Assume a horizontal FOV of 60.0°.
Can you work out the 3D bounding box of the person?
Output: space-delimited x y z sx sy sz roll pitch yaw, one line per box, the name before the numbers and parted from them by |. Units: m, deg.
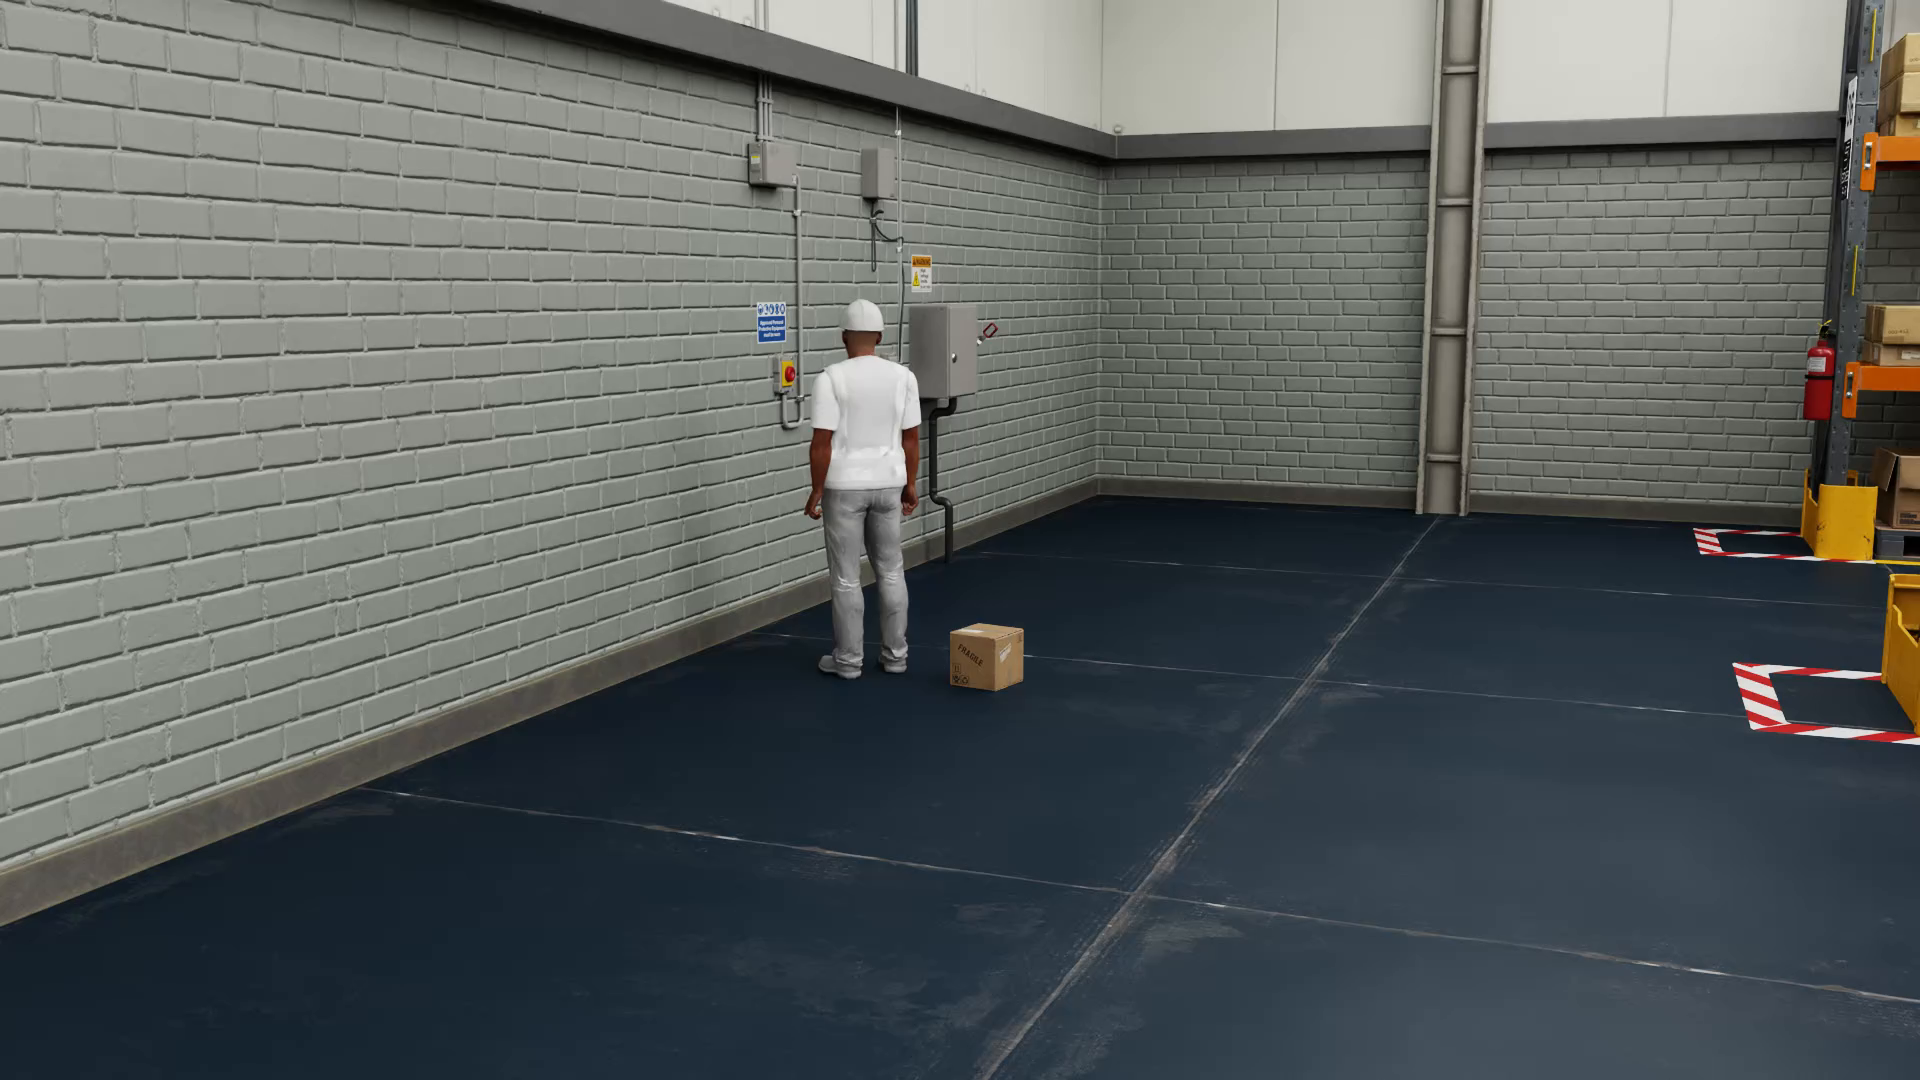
person | -0.467 -0.242 7.846 0.550 1.771 0.366 -4 10 -25
